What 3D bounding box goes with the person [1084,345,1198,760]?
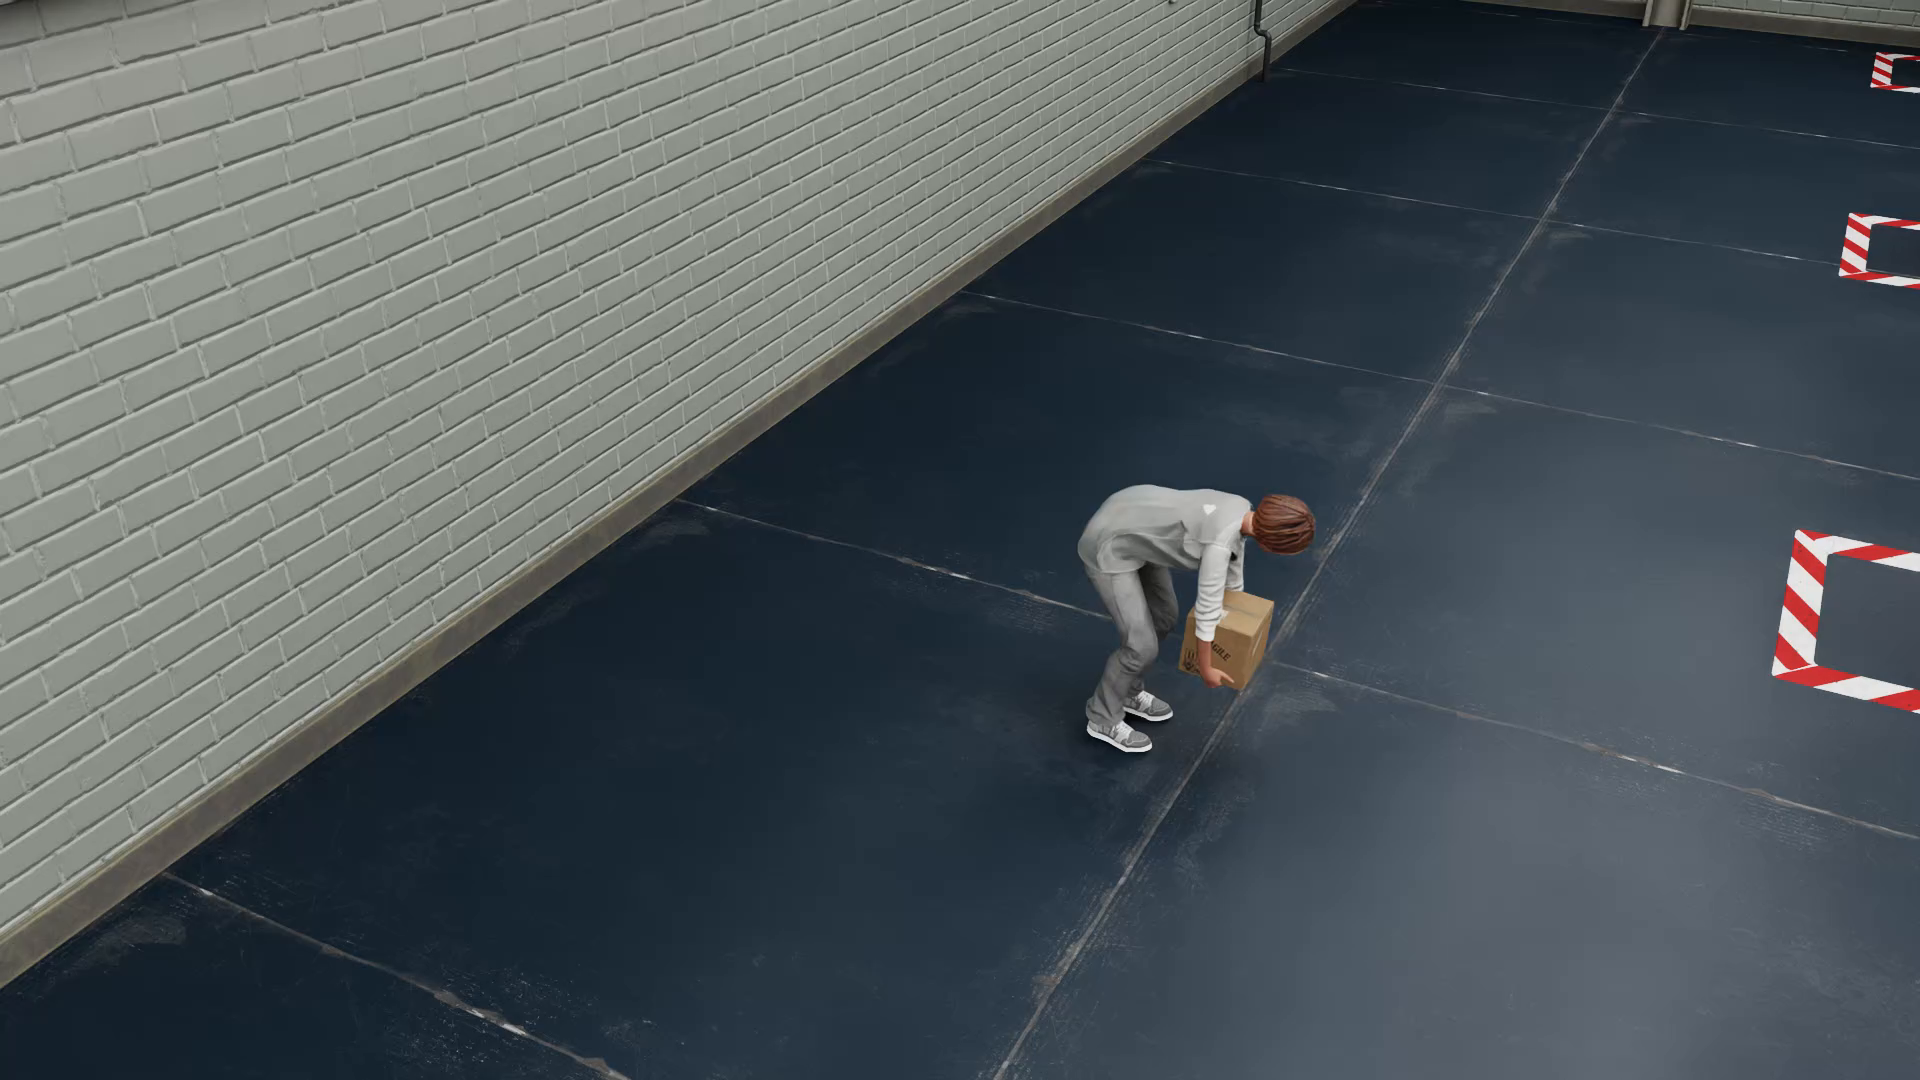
[{"bbox_3d":[0.640,0.026,6.098,0.348,1.592,0.471,13,33,21],"label":"person"}]
